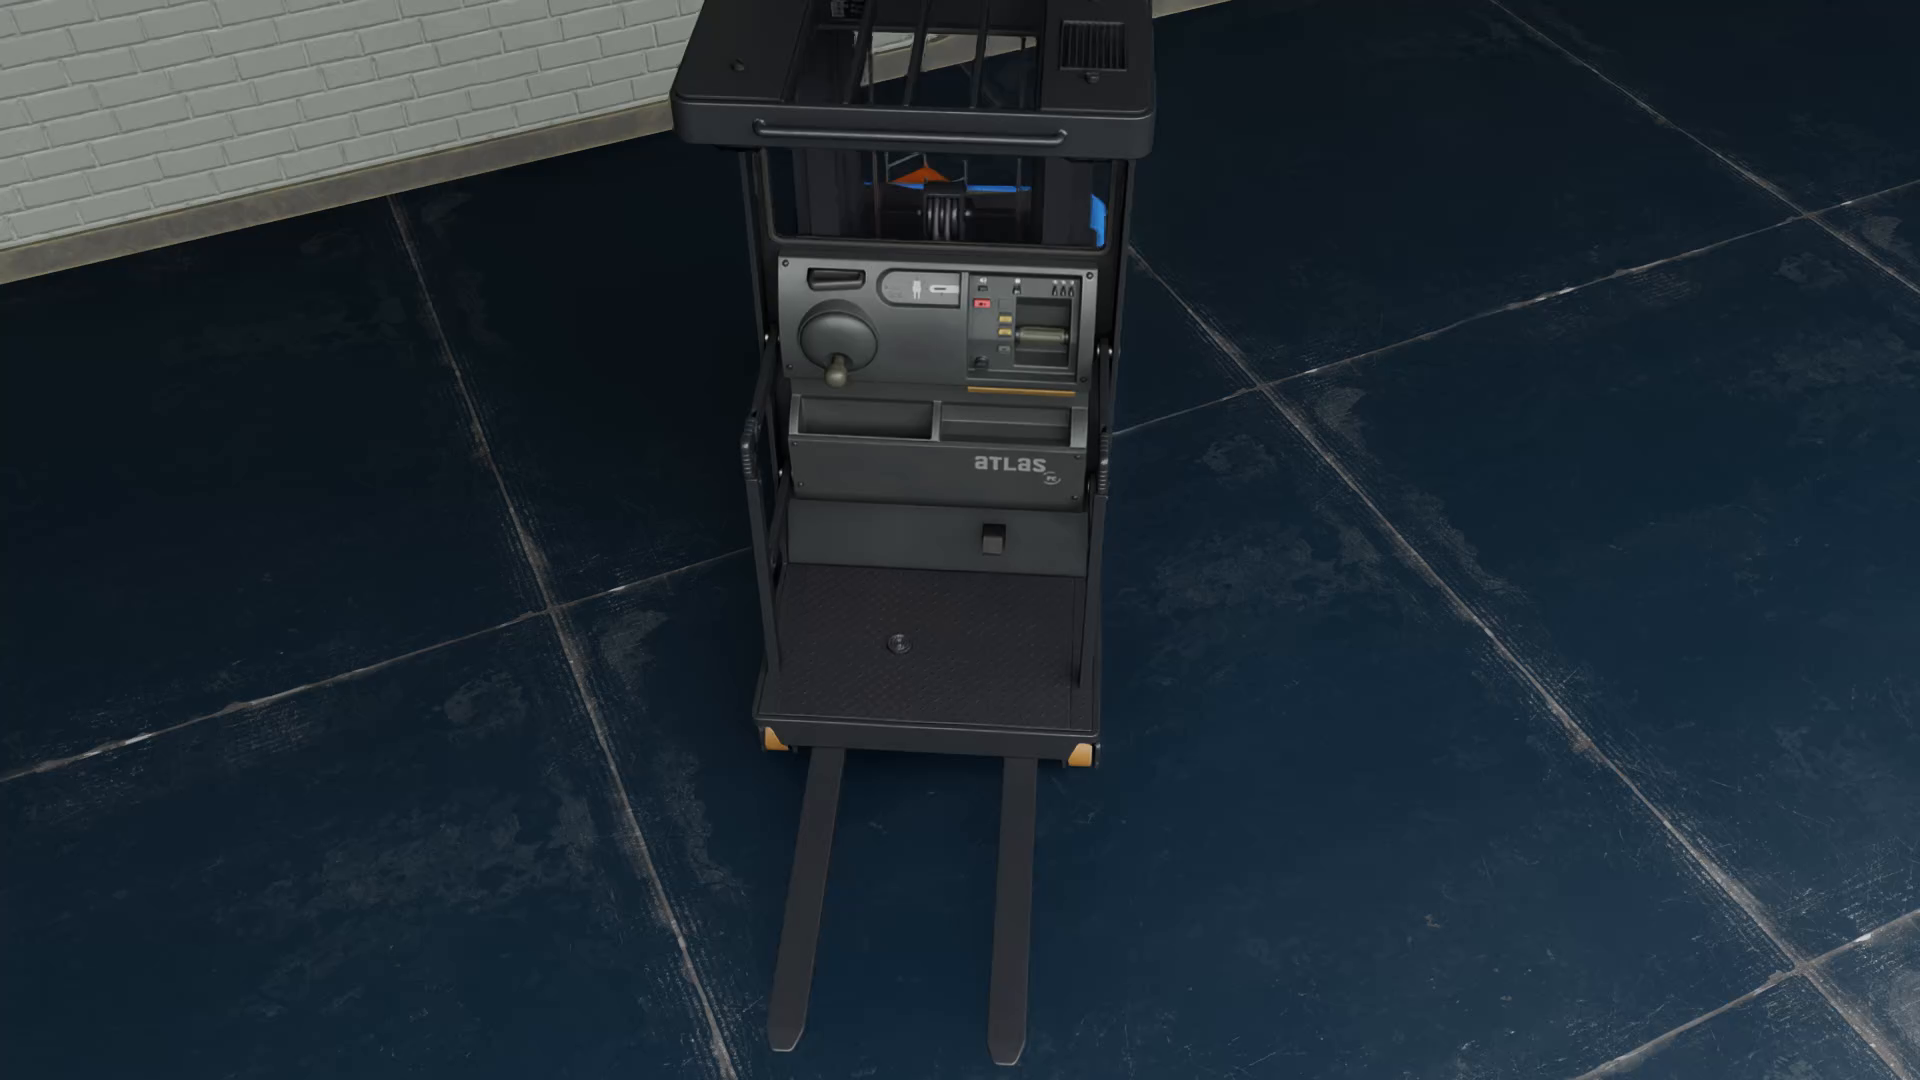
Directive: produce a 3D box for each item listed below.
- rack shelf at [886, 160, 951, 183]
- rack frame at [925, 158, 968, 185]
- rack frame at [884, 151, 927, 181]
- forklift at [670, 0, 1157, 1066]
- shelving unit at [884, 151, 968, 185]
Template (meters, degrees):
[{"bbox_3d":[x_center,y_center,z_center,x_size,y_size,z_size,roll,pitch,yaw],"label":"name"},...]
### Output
[{"bbox_3d":[-0.128,-1.263,6.393,0.215,0.259,0.240,-30,52,-27],"label":"rack shelf"},{"bbox_3d":[-0.051,-1.002,6.517,0.200,1.050,0.008,-30,52,-27],"label":"rack frame"},{"bbox_3d":[-0.207,-1.134,6.651,0.200,1.050,0.008,-30,52,-27],"label":"rack frame"},{"bbox_3d":[-0.080,-0.541,4.712,1.130,2.935,3.031,3,45,3],"label":"forklift"},{"bbox_3d":[-0.129,-1.068,6.584,0.215,1.050,0.252,-30,52,-27],"label":"shelving unit"}]
